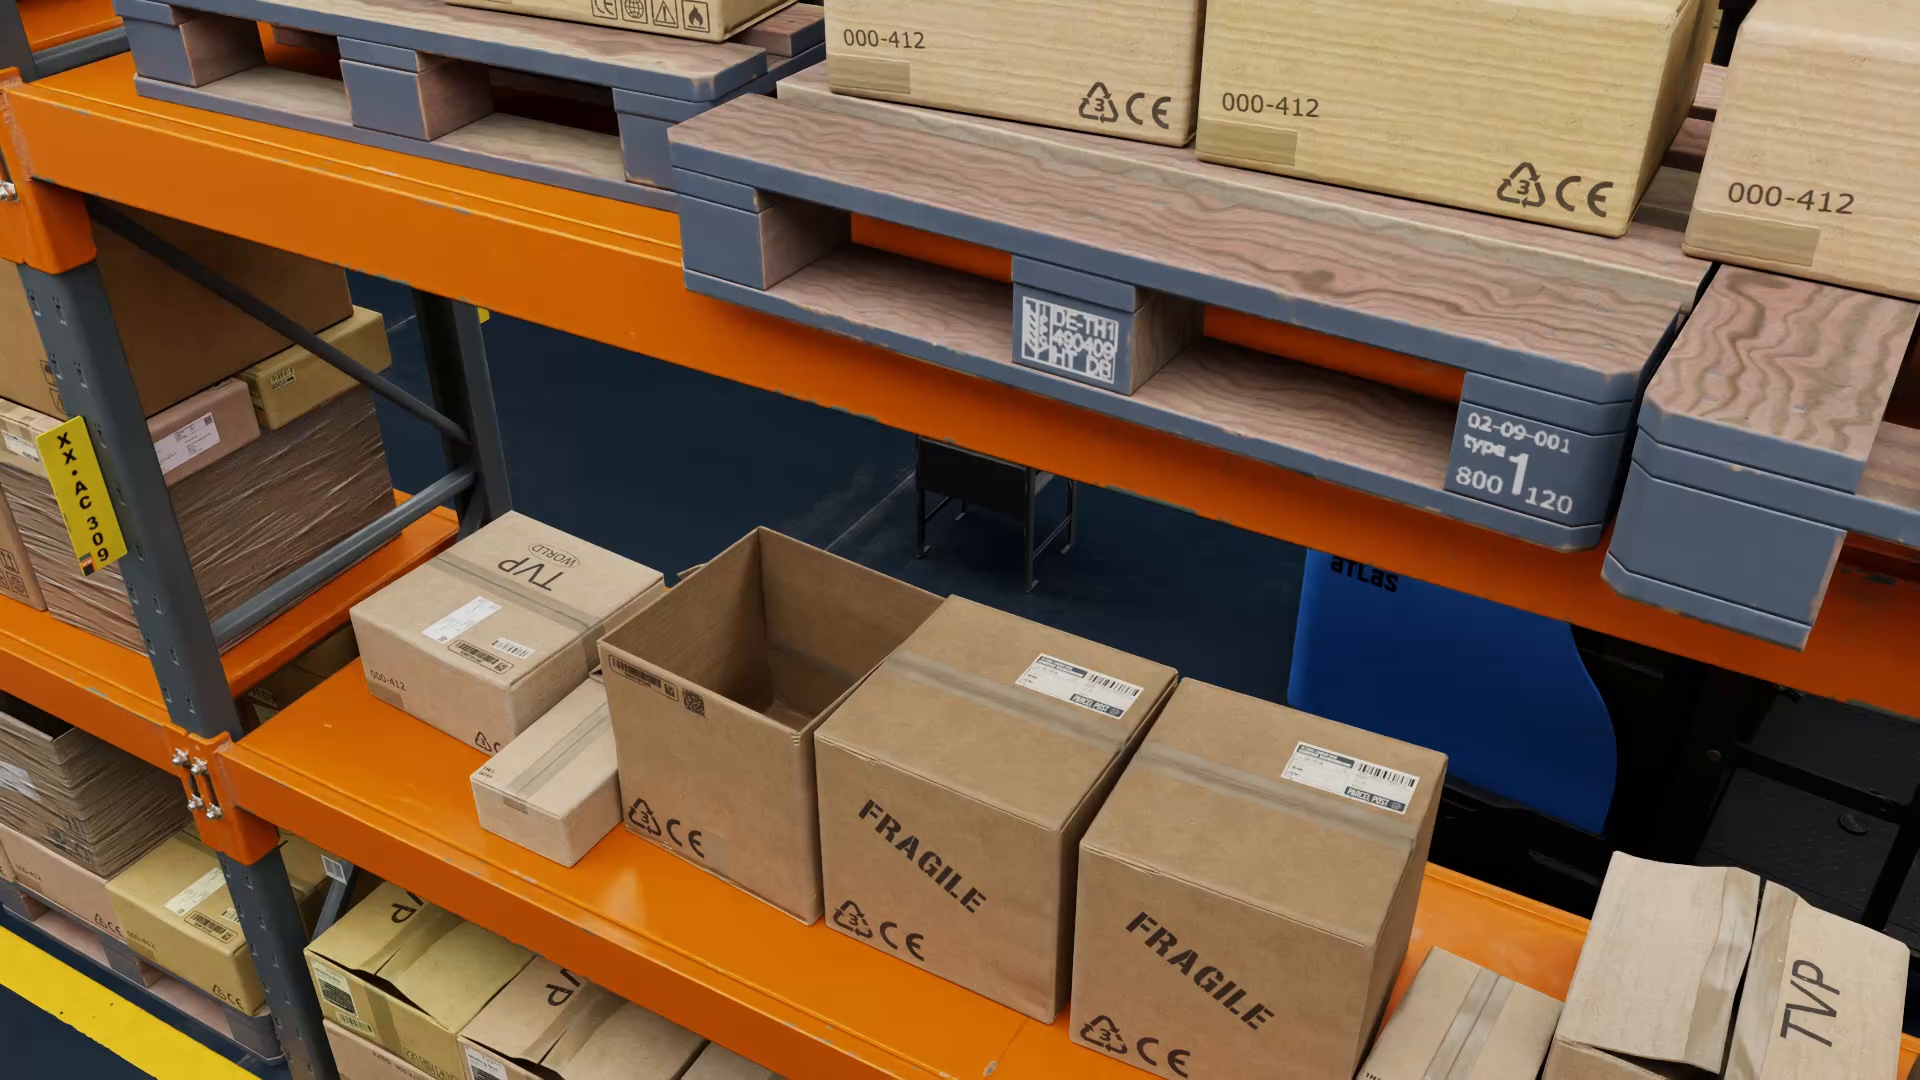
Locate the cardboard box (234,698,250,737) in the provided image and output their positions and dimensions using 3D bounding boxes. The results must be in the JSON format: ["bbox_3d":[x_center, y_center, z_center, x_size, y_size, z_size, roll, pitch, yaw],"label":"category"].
[{"bbox_3d":[-2.162,0.286,5.039,0.500,0.500,0.500,18,37,24],"label":"cardboard box"}]

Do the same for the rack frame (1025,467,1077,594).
[{"bbox_3d":[0.356,-0.761,5.999,0.015,2.100,0.400,18,37,24],"label":"rack frame"}]

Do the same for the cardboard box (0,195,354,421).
[{"bbox_3d":[-1.865,-0.660,3.774,0.500,0.500,0.700,18,38,25],"label":"cardboard box"}]

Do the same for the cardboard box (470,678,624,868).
[{"bbox_3d":[-0.809,0.487,3.539,0.250,0.149,0.380,18,37,24],"label":"cardboard box"}]

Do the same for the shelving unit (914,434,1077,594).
[{"bbox_3d":[0.144,-0.828,6.100,0.503,2.100,0.431,18,37,24],"label":"shelving unit"}]

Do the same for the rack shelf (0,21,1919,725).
[{"bbox_3d":[0.260,-0.358,2.525,4.000,0.370,1.077,18,37,24],"label":"rack shelf"}]

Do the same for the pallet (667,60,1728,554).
[{"bbox_3d":[0.390,-0.479,2.227,1.213,0.211,1.003,19,38,27],"label":"pallet"}]

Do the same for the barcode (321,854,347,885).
[{"bbox_3d":[-1.462,0.769,3.881,0.075,0.075,0.001,18,37,24],"label":"barcode"}]

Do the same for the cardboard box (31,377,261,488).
[{"bbox_3d":[-1.819,-0.243,3.733,0.250,0.149,0.380,18,37,24],"label":"cardboard box"}]

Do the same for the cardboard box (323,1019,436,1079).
[{"bbox_3d":[-1.249,1.241,4.283,0.500,0.250,0.500,17,37,23],"label":"cardboard box"}]

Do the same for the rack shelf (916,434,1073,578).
[{"bbox_3d":[0.144,-0.234,6.495,0.480,0.518,0.431,18,37,24],"label":"rack shelf"}]

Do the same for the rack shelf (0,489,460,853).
[{"bbox_3d":[-3.213,-0.210,5.008,4.000,0.370,1.077,18,37,24],"label":"rack shelf"}]

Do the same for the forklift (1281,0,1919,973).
[{"bbox_3d":[2.547,-0.180,4.376,3.031,2.935,1.130,21,39,29],"label":"forklift"}]

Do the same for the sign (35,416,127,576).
[{"bbox_3d":[-1.751,-0.085,3.319,0.005,0.325,0.100,18,37,24],"label":"sign"}]

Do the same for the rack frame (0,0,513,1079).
[{"bbox_3d":[-1.477,0.041,3.983,0.127,3.000,1.000,18,37,24],"label":"rack frame"}]

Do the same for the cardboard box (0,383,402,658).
[{"bbox_3d":[-1.865,-0.120,4.134,0.500,0.500,0.700,17,37,23],"label":"cardboard box"}]

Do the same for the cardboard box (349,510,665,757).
[{"bbox_3d":[-1.028,0.217,3.852,0.500,0.250,0.500,20,39,27],"label":"cardboard box"}]

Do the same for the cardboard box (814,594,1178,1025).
[{"bbox_3d":[0.074,0.501,3.202,0.500,0.500,0.500,18,38,24],"label":"cardboard box"}]

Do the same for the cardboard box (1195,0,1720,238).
[{"bbox_3d":[0.619,-0.616,2.019,0.500,0.250,0.500,17,37,23],"label":"cardboard box"}]

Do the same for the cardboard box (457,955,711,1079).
[{"bbox_3d":[-0.810,1.151,3.912,0.500,0.311,0.500,17,37,24],"label":"cardboard box"}]

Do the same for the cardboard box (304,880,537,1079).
[{"bbox_3d":[-1.242,1.010,4.122,0.500,0.311,0.500,18,38,25],"label":"cardboard box"}]

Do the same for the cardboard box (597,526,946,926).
[{"bbox_3d":[-0.361,0.363,3.408,0.500,0.500,0.500,20,39,28],"label":"cardboard box"}]

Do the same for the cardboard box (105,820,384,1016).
[{"bbox_3d":[-1.988,0.988,4.662,0.500,0.250,0.500,18,37,24],"label":"cardboard box"}]

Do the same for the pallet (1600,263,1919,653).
[{"bbox_3d":[1.363,-0.173,1.767,1.003,0.211,1.213,19,38,27],"label":"pallet"}]

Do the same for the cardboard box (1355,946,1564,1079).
[{"bbox_3d":[0.861,0.922,2.886,0.250,0.149,0.380,21,39,28],"label":"cardboard box"}]

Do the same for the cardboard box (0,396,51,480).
[{"bbox_3d":[-2.033,-0.312,3.836,0.250,0.149,0.380,17,37,23],"label":"cardboard box"}]

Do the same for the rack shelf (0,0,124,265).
[{"bbox_3d":[-3.213,-1.458,4.177,4.000,0.370,1.077,18,37,24],"label":"rack shelf"}]

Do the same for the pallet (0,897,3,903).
[{"bbox_3d":[-3.210,0.627,5.617,1.213,0.211,1.003,18,37,24],"label":"pallet"}]

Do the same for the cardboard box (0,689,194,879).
[{"bbox_3d":[-2.416,0.533,4.669,0.500,0.500,0.500,18,37,24],"label":"cardboard box"}]

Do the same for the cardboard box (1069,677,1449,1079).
[{"bbox_3d":[0.531,0.646,2.984,0.500,0.500,0.500,16,37,22],"label":"cardboard box"}]

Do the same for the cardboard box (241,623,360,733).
[{"bbox_3d":[-1.724,0.420,4.838,0.500,0.500,0.500,18,37,24],"label":"cardboard box"}]

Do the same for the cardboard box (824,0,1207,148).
[{"bbox_3d":[0.153,-0.765,2.243,0.500,0.250,0.500,14,36,20],"label":"cardboard box"}]

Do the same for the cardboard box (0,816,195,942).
[{"bbox_3d":[-2.417,0.846,4.876,0.500,0.250,0.500,18,37,24],"label":"cardboard box"}]

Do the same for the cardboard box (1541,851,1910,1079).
[{"bbox_3d":[1.316,0.839,2.865,0.500,0.311,0.500,17,37,24],"label":"cardboard box"}]

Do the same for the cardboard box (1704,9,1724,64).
[{"bbox_3d":[2.945,-1.925,6.448,0.500,0.500,0.700,18,37,24],"label":"cardboard box"}]

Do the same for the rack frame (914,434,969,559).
[{"bbox_3d":[-0.068,-0.896,6.200,0.015,2.100,0.400,18,37,24],"label":"rack frame"}]

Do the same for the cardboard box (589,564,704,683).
[{"bbox_3d":[-0.622,0.250,3.789,0.258,0.266,0.396,17,37,23],"label":"cardboard box"}]

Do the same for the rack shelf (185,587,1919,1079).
[{"bbox_3d":[0.260,0.890,3.356,4.000,0.370,1.077,18,37,24],"label":"rack shelf"}]

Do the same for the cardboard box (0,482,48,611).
[{"bbox_3d":[-2.326,-0.262,4.347,0.500,0.500,0.700,17,37,24],"label":"cardboard box"}]

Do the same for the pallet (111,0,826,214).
[{"bbox_3d":[-0.704,-0.892,2.849,1.217,0.209,0.805,16,37,23],"label":"pallet"}]

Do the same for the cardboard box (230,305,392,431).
[{"bbox_3d":[-1.614,-0.438,4.026,0.250,0.149,0.380,18,37,24],"label":"cardboard box"}]

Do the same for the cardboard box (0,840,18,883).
[{"bbox_3d":[-2.858,0.715,5.071,0.500,0.250,0.500,18,37,24],"label":"cardboard box"}]

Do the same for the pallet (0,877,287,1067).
[{"bbox_3d":[-2.146,0.962,5.114,1.213,0.211,1.003,18,37,24],"label":"pallet"}]

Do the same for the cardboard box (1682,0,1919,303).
[{"bbox_3d":[1.110,-0.453,1.775,0.500,0.250,0.500,19,38,26],"label":"cardboard box"}]

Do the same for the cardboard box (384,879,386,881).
[{"bbox_3d":[-1.729,0.737,5.039,0.500,0.250,0.500,18,37,24],"label":"cardboard box"}]

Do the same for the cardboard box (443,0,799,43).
[{"bbox_3d":[-0.468,-0.996,2.590,0.500,0.250,0.500,14,36,20],"label":"cardboard box"}]

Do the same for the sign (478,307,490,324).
[{"bbox_3d":[-1.216,-0.672,4.080,0.005,0.325,0.100,18,37,24],"label":"sign"}]

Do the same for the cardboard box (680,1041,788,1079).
[{"bbox_3d":[-0.360,1.292,3.699,0.500,0.311,0.500,16,37,23],"label":"cardboard box"}]
